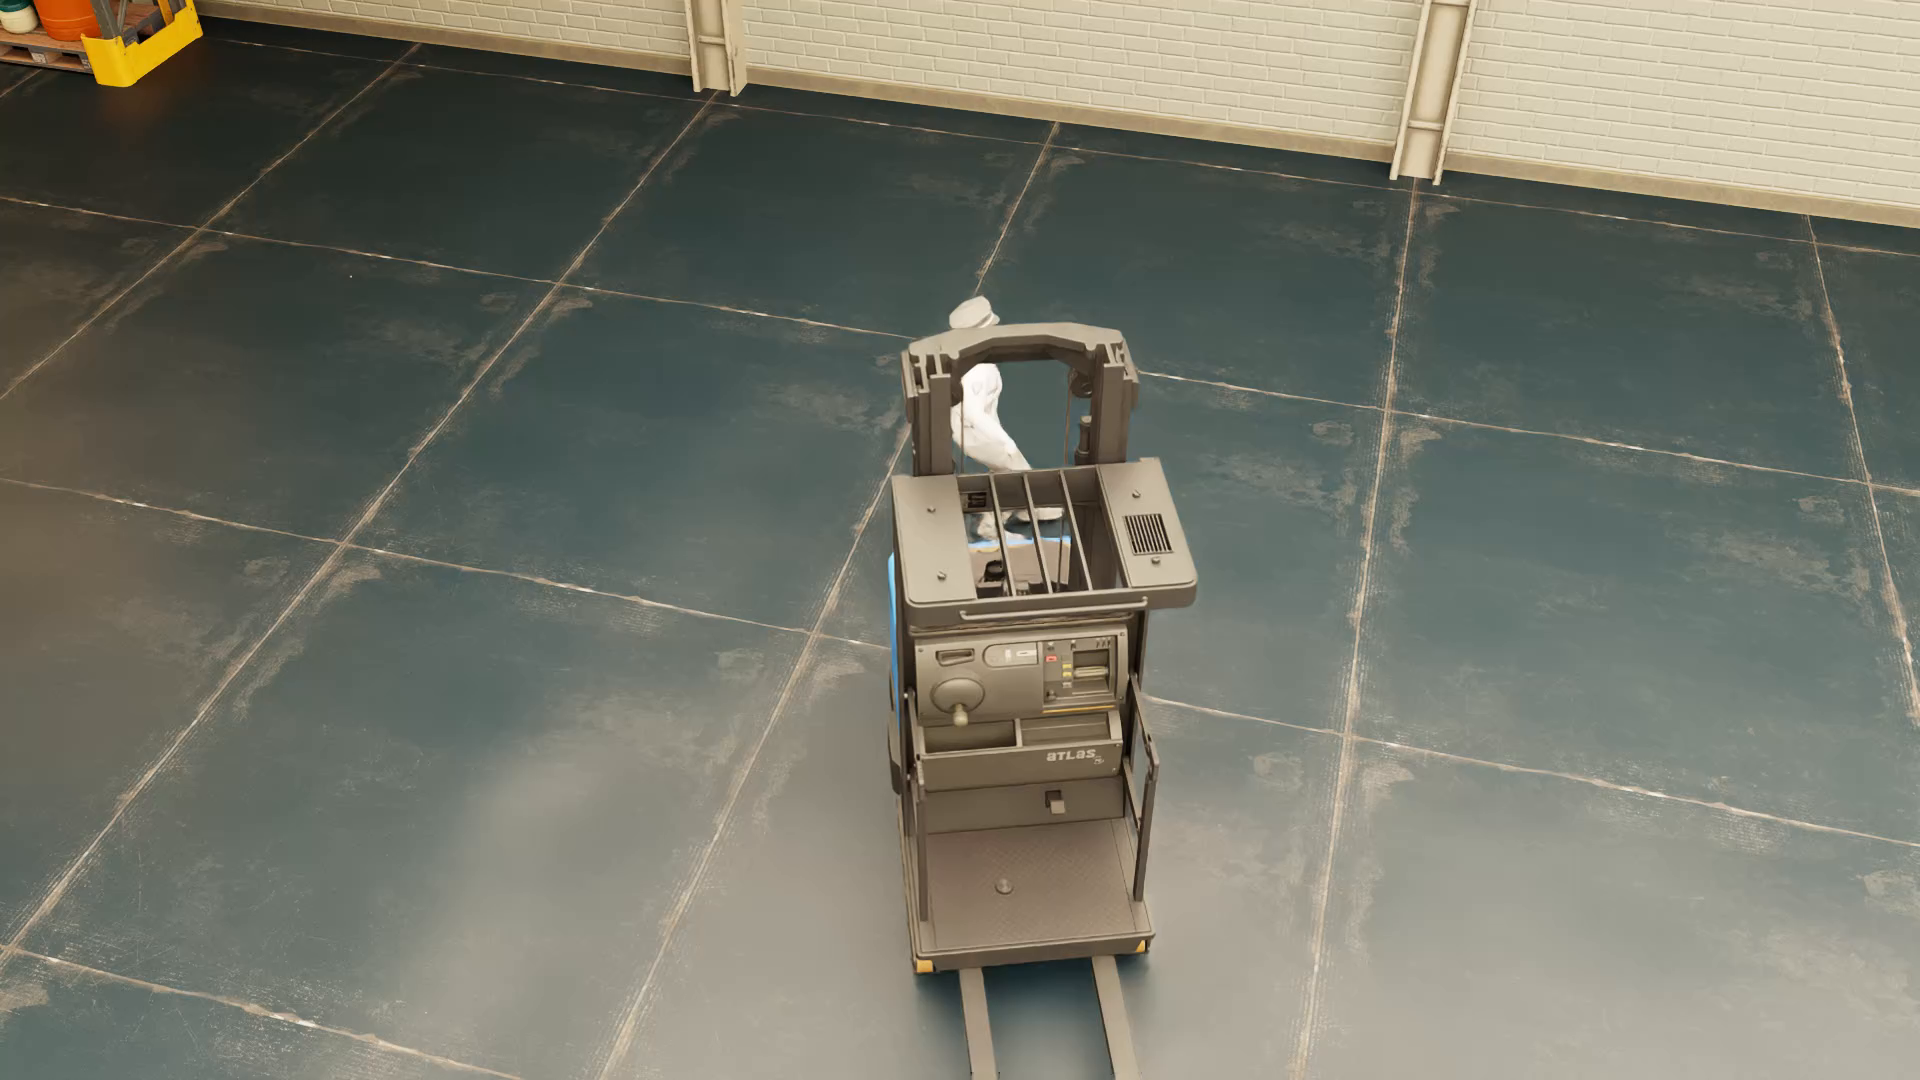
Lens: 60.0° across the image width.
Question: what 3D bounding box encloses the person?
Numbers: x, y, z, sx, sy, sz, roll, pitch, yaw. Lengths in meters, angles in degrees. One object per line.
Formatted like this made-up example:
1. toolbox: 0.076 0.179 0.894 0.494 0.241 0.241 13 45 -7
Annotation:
1. person: 0.276 -0.682 9.574 0.761 1.620 0.834 -7 42 -8

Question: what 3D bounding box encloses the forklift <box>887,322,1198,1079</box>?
1. forklift: 0.296 0.675 7.091 1.130 2.935 3.031 -4 41 -5
